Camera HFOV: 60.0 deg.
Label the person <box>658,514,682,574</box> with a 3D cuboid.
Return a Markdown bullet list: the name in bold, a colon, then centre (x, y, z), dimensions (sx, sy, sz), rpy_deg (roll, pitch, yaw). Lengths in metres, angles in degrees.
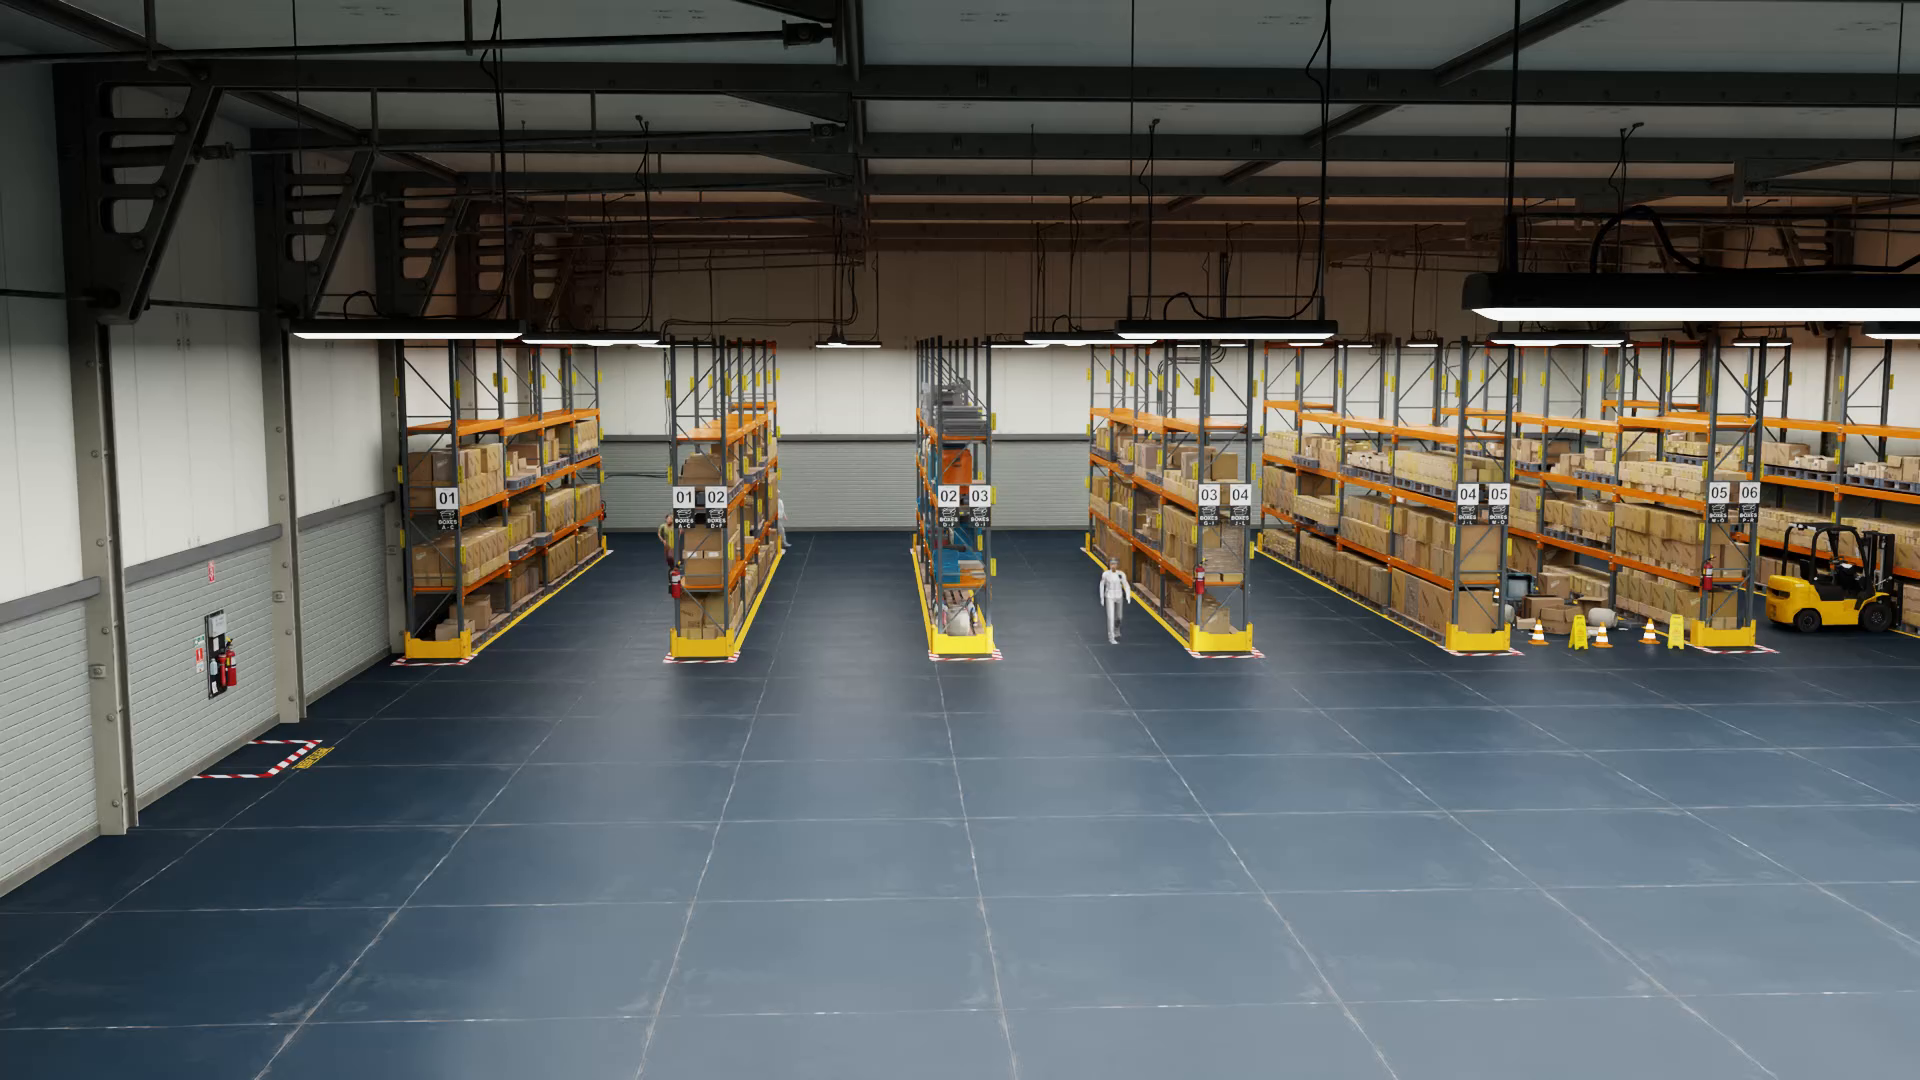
- **person**: centre (-7.425, 0.106, 42.625), dimensions (0.543, 1.575, 0.687), rpy_deg (1, 7, 9)

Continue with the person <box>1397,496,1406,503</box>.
- **person**: centre (13.469, -0.977, 51.254), dimensions (0.483, 1.799, 0.620), rpy_deg (-3, 7, -27)

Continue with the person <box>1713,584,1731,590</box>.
- **person**: centre (16.546, 0.798, 36.282), dimensions (0.588, 1.625, 0.796), rpy_deg (-1, 7, -6)

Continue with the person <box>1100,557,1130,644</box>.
- **person**: centre (3.060, 1.163, 32.848), dimensions (0.566, 1.684, 0.790), rpy_deg (0, 6, -1)

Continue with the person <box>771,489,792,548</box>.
- **person**: centre (-5.357, -0.648, 48.511), dimensions (1.027, 1.739, 0.525), rpy_deg (2, 7, 14)
